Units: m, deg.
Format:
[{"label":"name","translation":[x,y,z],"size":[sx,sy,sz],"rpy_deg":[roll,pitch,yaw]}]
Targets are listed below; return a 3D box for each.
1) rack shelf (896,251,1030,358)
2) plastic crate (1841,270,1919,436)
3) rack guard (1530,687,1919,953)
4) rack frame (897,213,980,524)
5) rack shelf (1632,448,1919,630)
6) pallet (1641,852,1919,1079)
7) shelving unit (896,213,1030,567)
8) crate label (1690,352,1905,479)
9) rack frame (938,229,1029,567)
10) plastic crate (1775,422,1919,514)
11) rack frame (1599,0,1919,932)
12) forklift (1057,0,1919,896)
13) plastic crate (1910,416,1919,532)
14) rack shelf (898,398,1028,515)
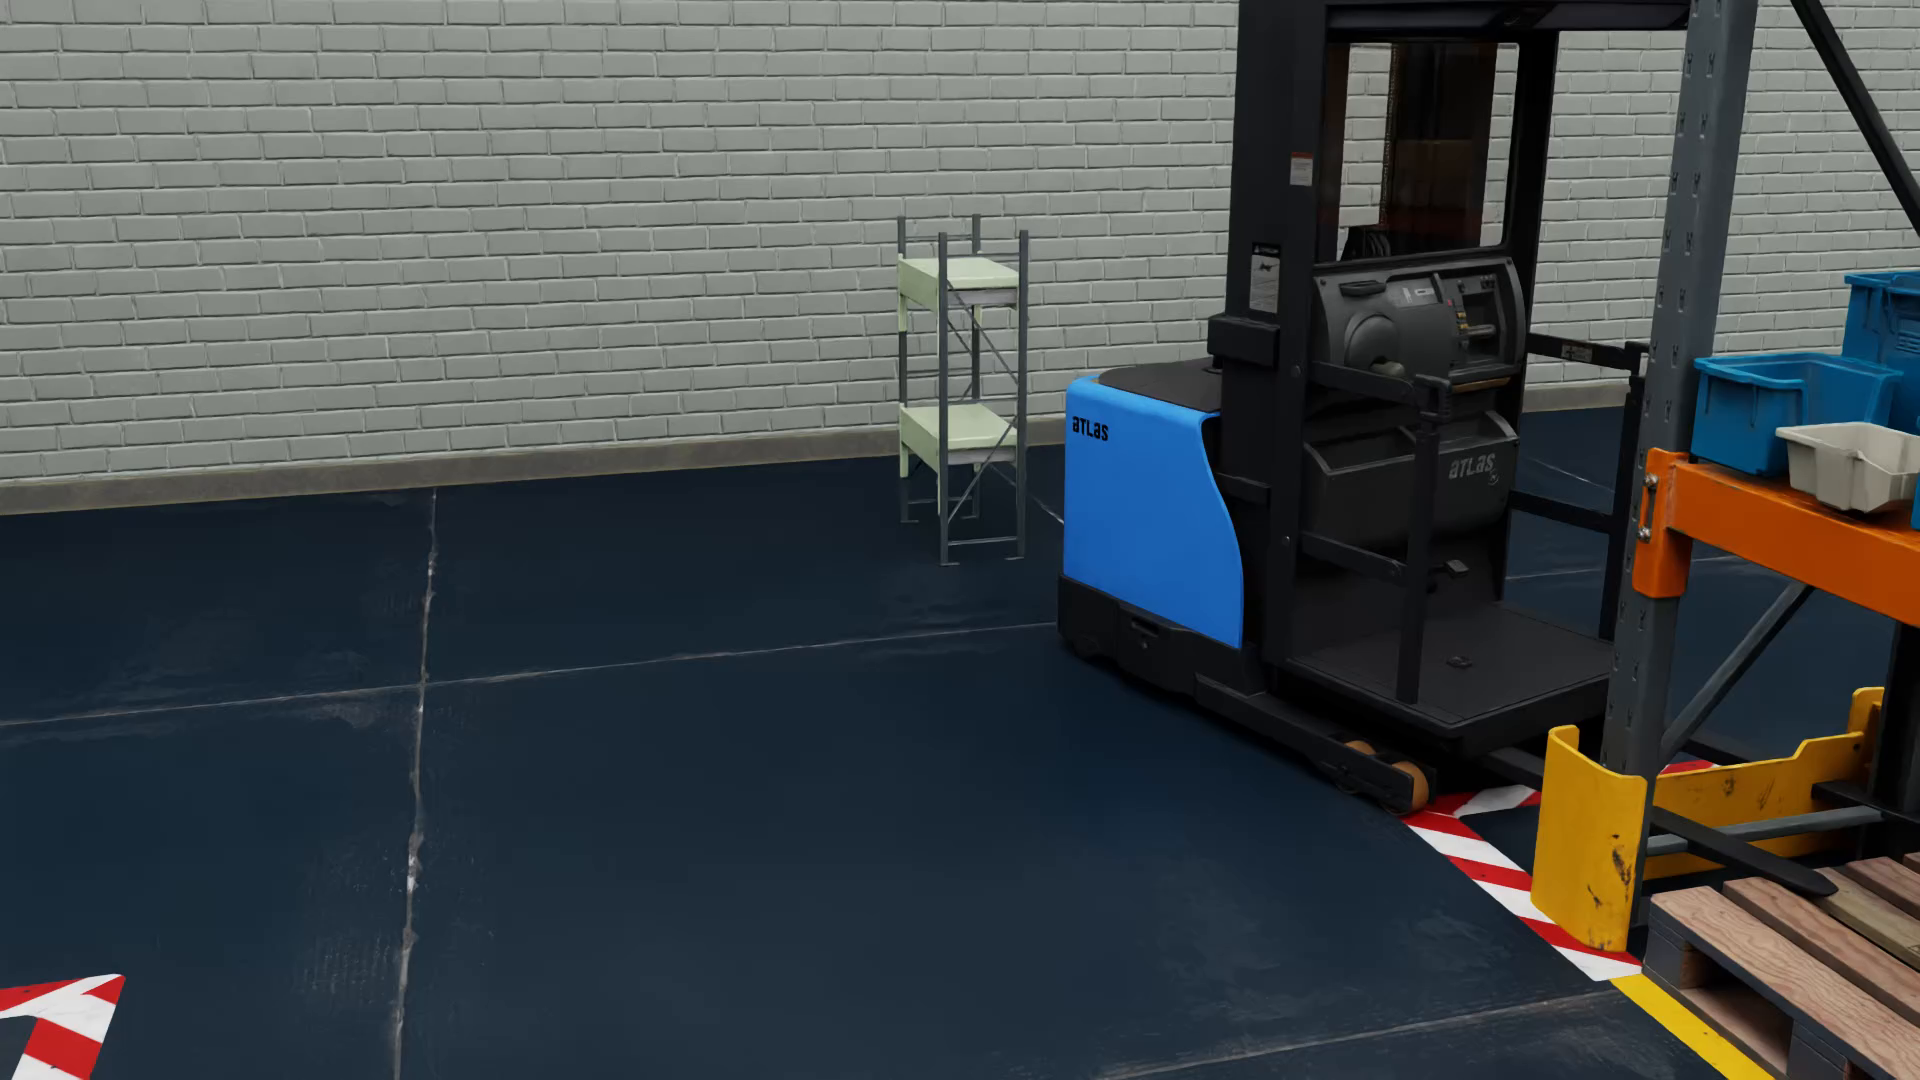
[{"label":"rack shelf","translation":[0.002,-1.090,7.618],"size":[0.431,0.370,0.720],"rpy_deg":[-5,17,-15]},{"label":"plastic crate","translation":[2.468,-0.406,3.925],"size":[0.616,0.435,0.499],"rpy_deg":[-5,17,-15]},{"label":"rack guard","translation":[2.177,0.753,4.577],"size":[1.175,0.500,0.348],"rpy_deg":[-5,17,-15]},{"label":"rack frame","translation":[-0.099,-0.818,8.067],"size":[0.400,1.500,0.023],"rpy_deg":[-5,17,-15]},{"label":"rack shelf","translation":[2.746,0.459,2.460],"size":[1.077,0.370,4.000],"rpy_deg":[-5,17,-15]},{"label":"pallet","translation":[2.386,1.128,3.830],"size":[1.003,0.211,1.213],"rpy_deg":[-5,17,-15]},{"label":"shelving unit","translation":[0.002,-0.716,7.730],"size":[0.431,1.500,0.755],"rpy_deg":[-5,17,-15]},{"label":"crate label","translation":[1.948,-0.293,3.900],"size":[0.416,0.233,0.303],"rpy_deg":[-5,17,-15]},{"label":"rack frame","translation":[0.102,-0.615,7.393],"size":[0.400,1.500,0.023],"rpy_deg":[-5,17,-15]},{"label":"plastic crate","translation":[1.956,-0.152,3.597],"size":[0.250,0.136,0.298],"rpy_deg":[-5,17,-15]},{"label":"rack frame","translation":[2.196,-0.439,4.198],"size":[1.000,3.000,0.127],"rpy_deg":[-5,17,-15]},{"label":"forklift","translation":[1.621,-0.710,5.219],"size":[1.130,2.935,3.031],"rpy_deg":[-11,20,-32]},{"label":"plastic crate","translation":[2.129,-0.111,3.294],"size":[0.416,0.233,0.300],"rpy_deg":[-5,17,-15]},{"label":"rack shelf","translation":[0.002,-0.404,7.824],"size":[0.431,0.370,0.720],"rpy_deg":[-5,17,-15]}]
